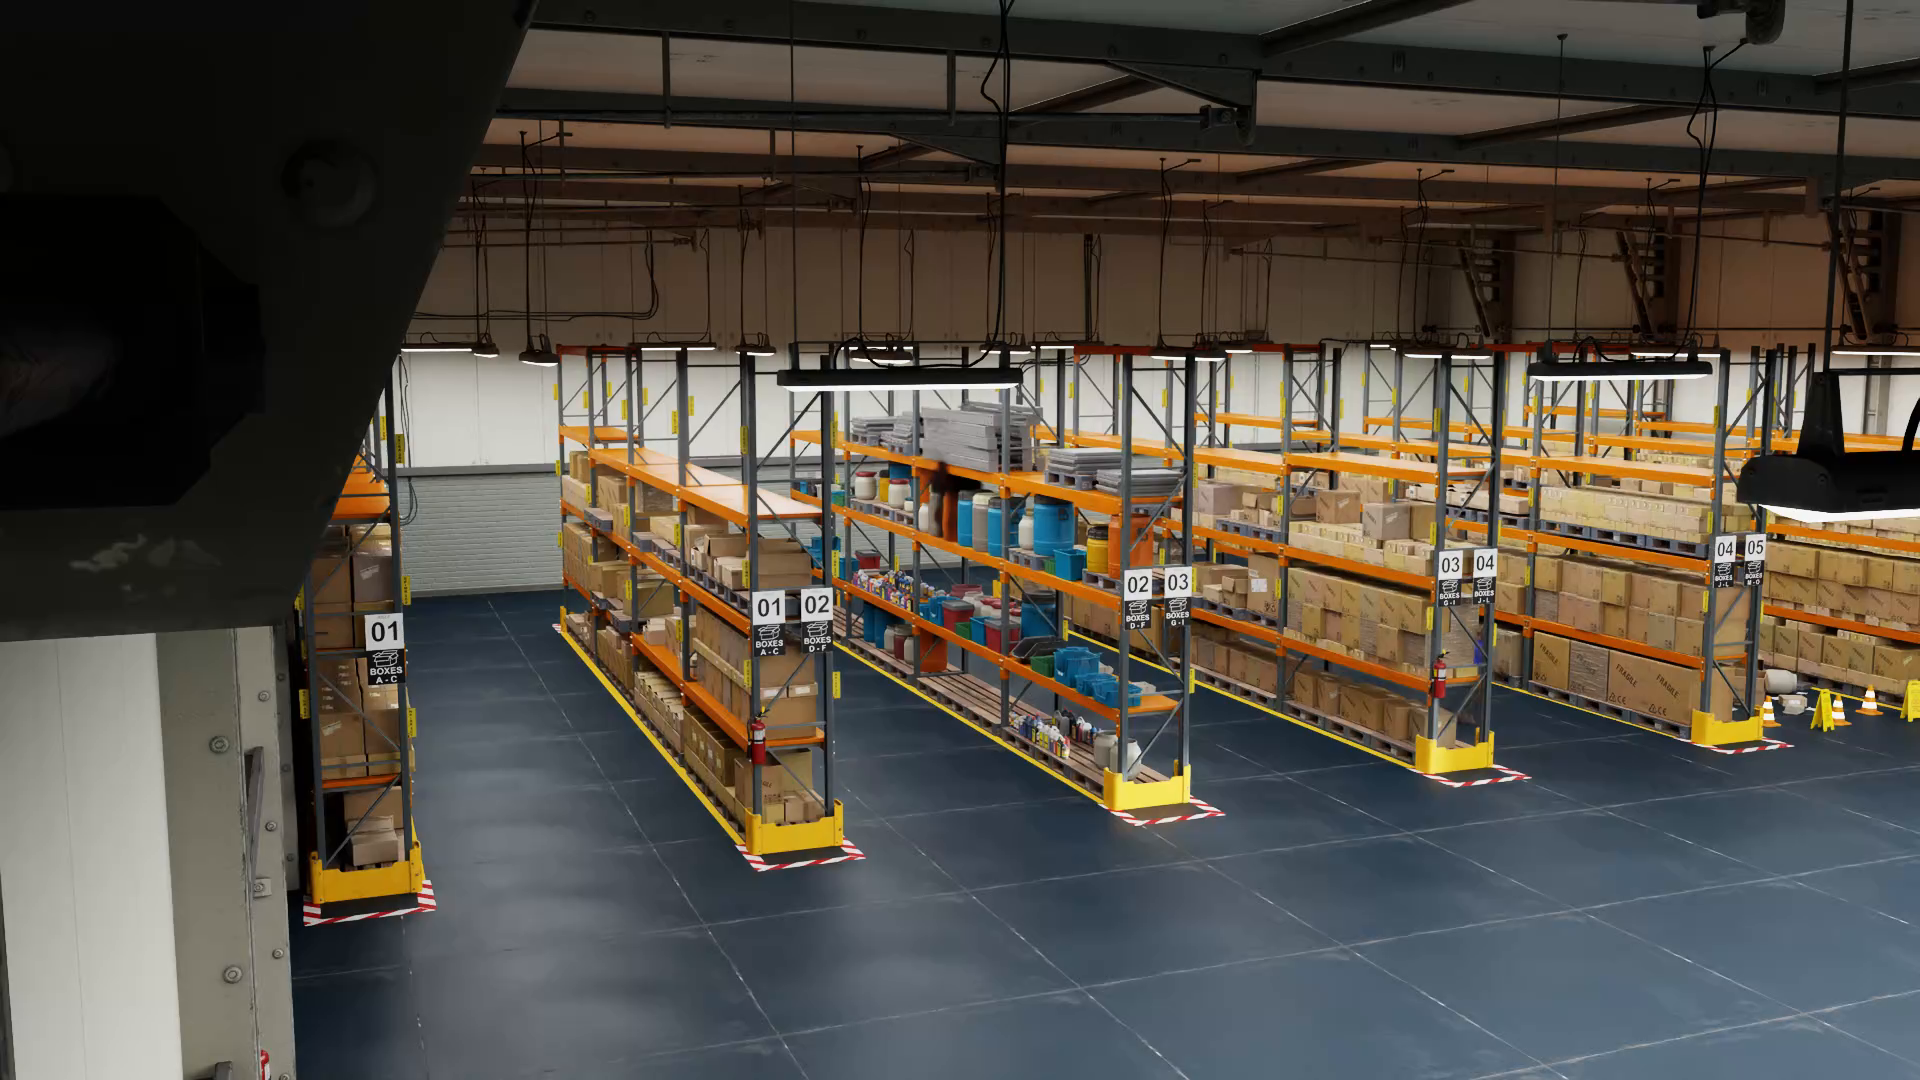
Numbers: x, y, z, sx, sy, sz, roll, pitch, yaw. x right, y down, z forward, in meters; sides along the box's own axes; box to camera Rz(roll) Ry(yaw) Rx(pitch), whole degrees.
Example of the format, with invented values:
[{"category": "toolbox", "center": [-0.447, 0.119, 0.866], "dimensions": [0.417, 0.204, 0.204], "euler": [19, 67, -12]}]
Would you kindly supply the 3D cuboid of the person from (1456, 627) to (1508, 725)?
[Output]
[{"category": "person", "center": [8.317, 2.160, 26.535], "dimensions": [0.535, 1.604, 0.791], "euler": [-7, 10, -44]}]
